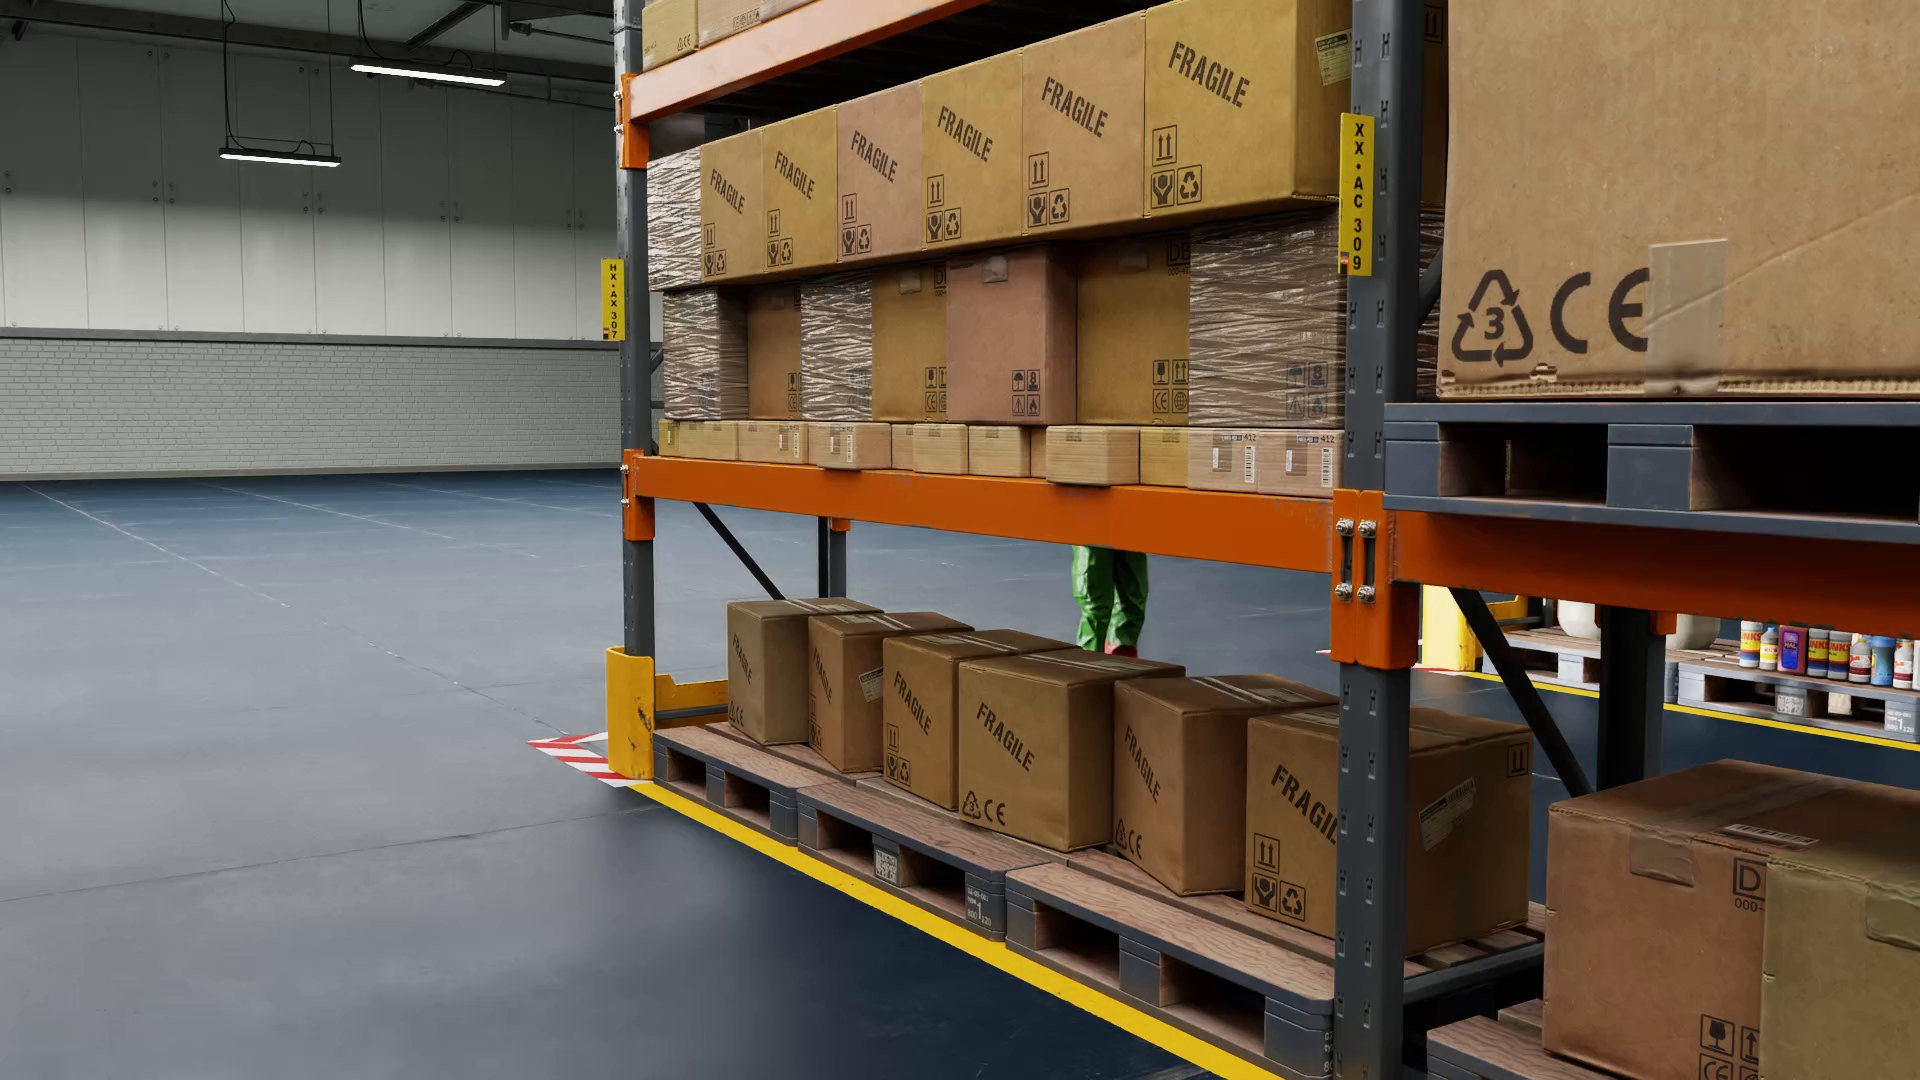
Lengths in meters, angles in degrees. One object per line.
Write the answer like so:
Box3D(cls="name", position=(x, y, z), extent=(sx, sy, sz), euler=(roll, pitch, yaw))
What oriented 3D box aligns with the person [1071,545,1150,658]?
Box3D(cls="person", position=(0.771, -0.025, 7.934), extent=(0.494, 1.784, 0.554), euler=(-3, 5, -33))
